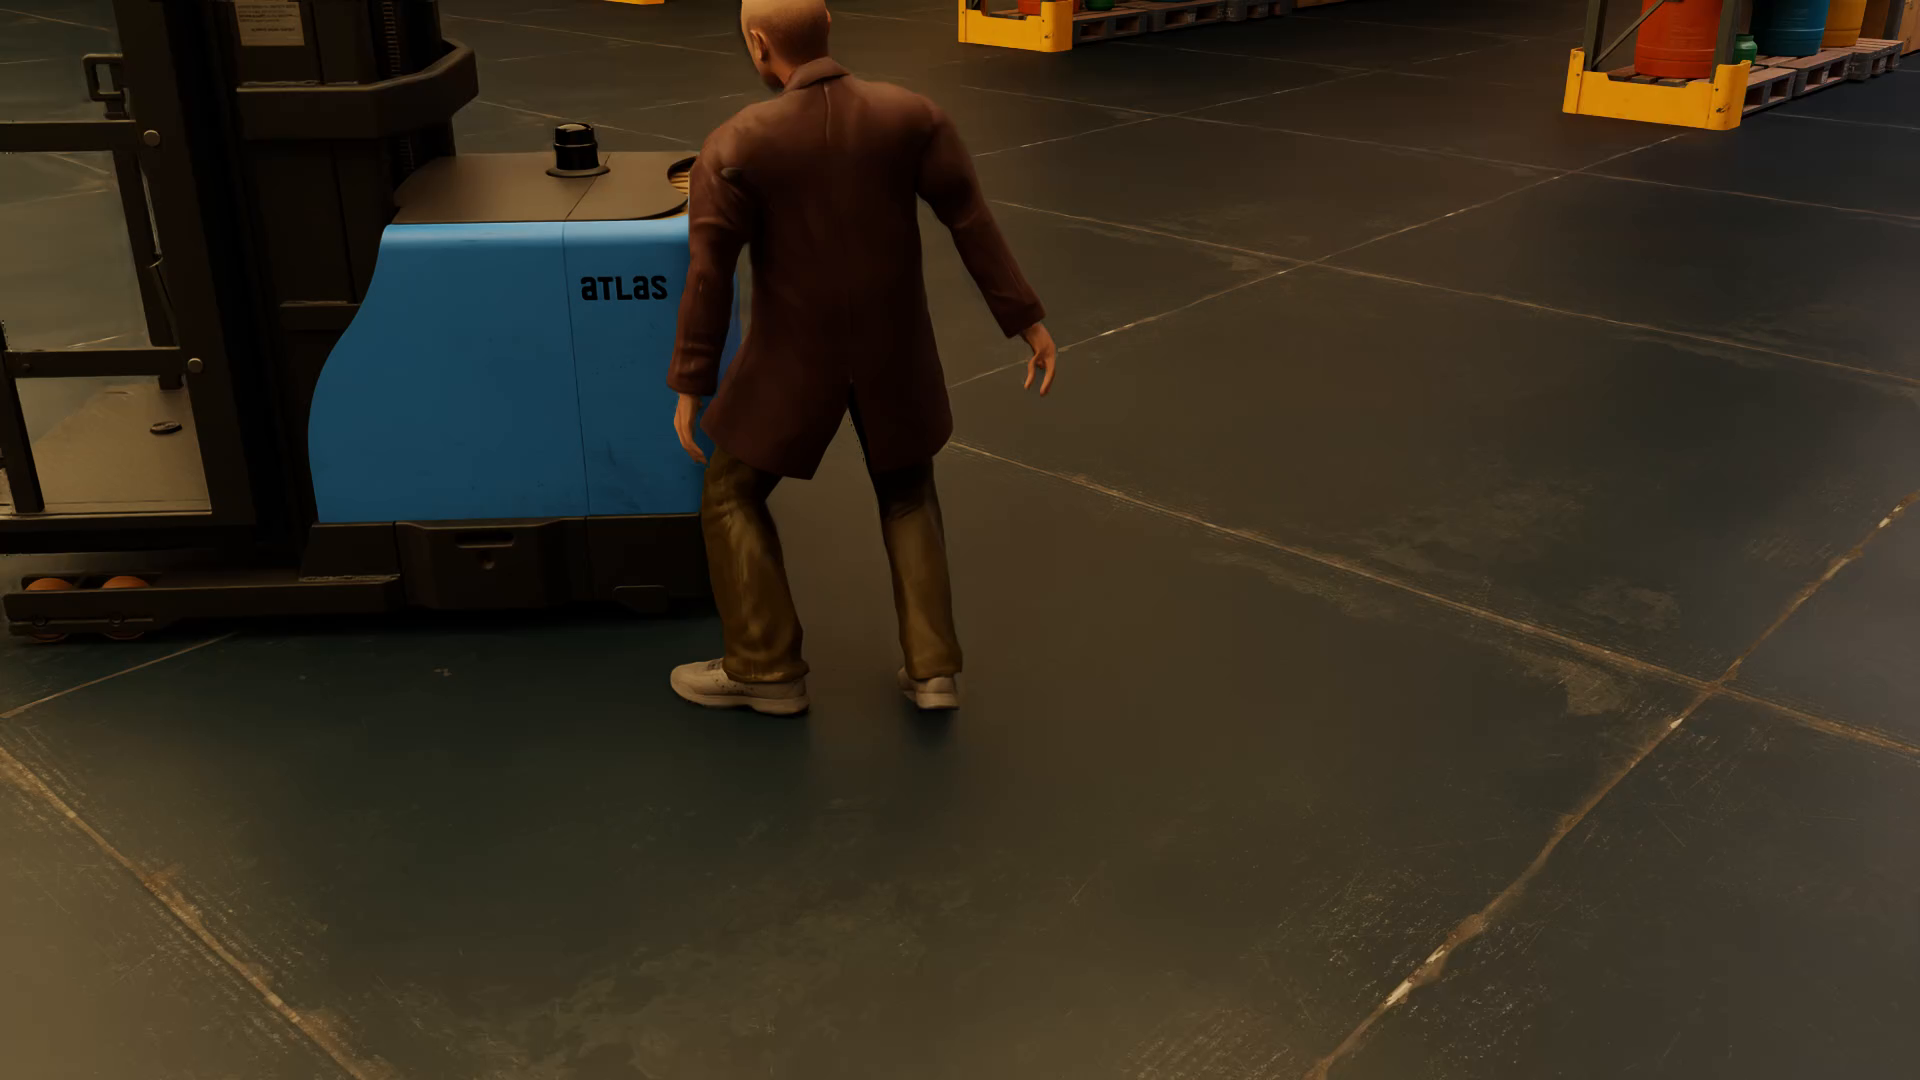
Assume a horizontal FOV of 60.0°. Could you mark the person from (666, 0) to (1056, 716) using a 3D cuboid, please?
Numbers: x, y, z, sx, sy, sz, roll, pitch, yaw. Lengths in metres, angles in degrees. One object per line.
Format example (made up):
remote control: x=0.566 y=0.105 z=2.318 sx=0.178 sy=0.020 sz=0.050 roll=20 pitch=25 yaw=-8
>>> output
person: x=-0.242 y=-0.395 z=3.818 sx=0.935 sy=1.739 sz=0.584 roll=-6 pitch=24 yaw=-12

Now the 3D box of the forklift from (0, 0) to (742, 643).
forklift: x=-2.145 y=-1.293 z=4.275 sx=3.031 sy=2.935 sz=1.130 roll=-2 pitch=24 yaw=-4
